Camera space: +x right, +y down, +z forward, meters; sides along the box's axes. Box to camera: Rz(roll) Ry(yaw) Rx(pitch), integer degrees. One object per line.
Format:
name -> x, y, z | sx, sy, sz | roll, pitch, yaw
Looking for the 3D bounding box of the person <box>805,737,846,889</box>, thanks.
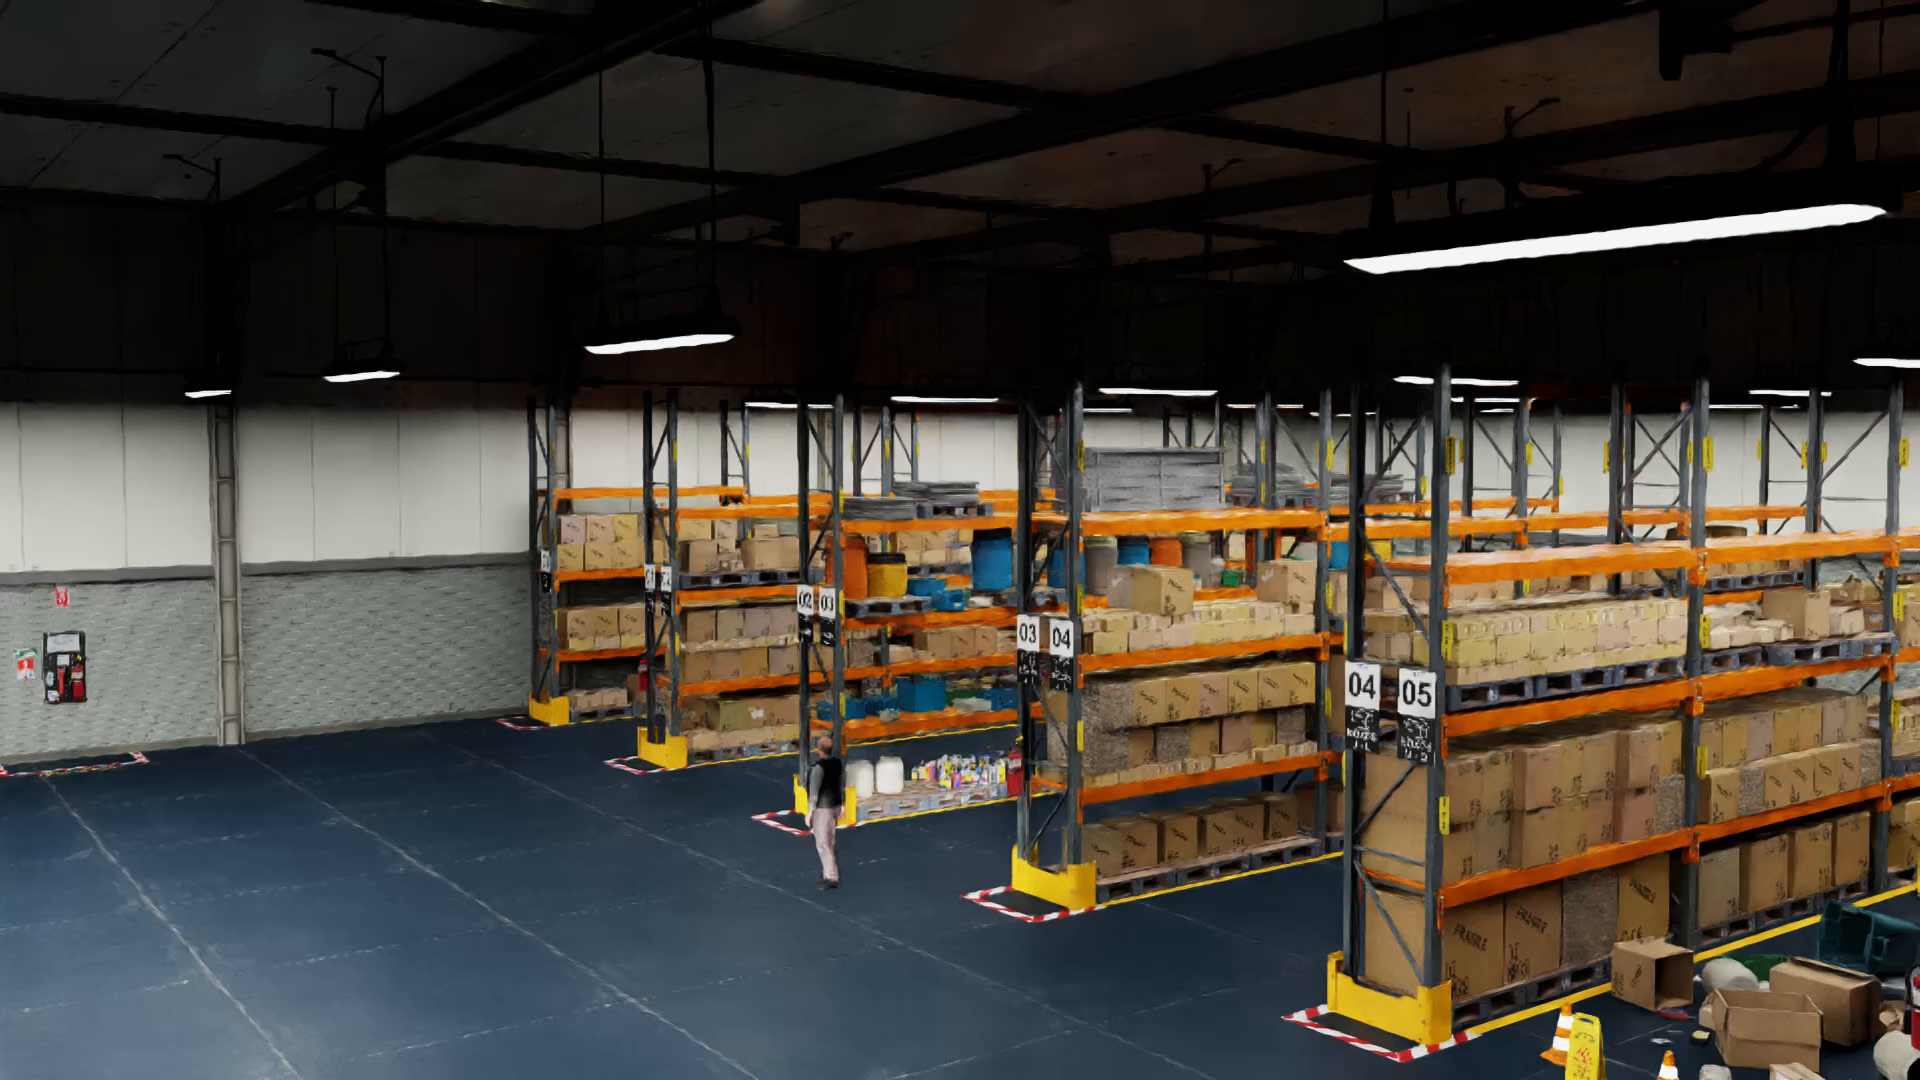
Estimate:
person -> -1.572, 3.166, 19.422 | 0.471, 1.718, 0.718 | 2, 4, 26
